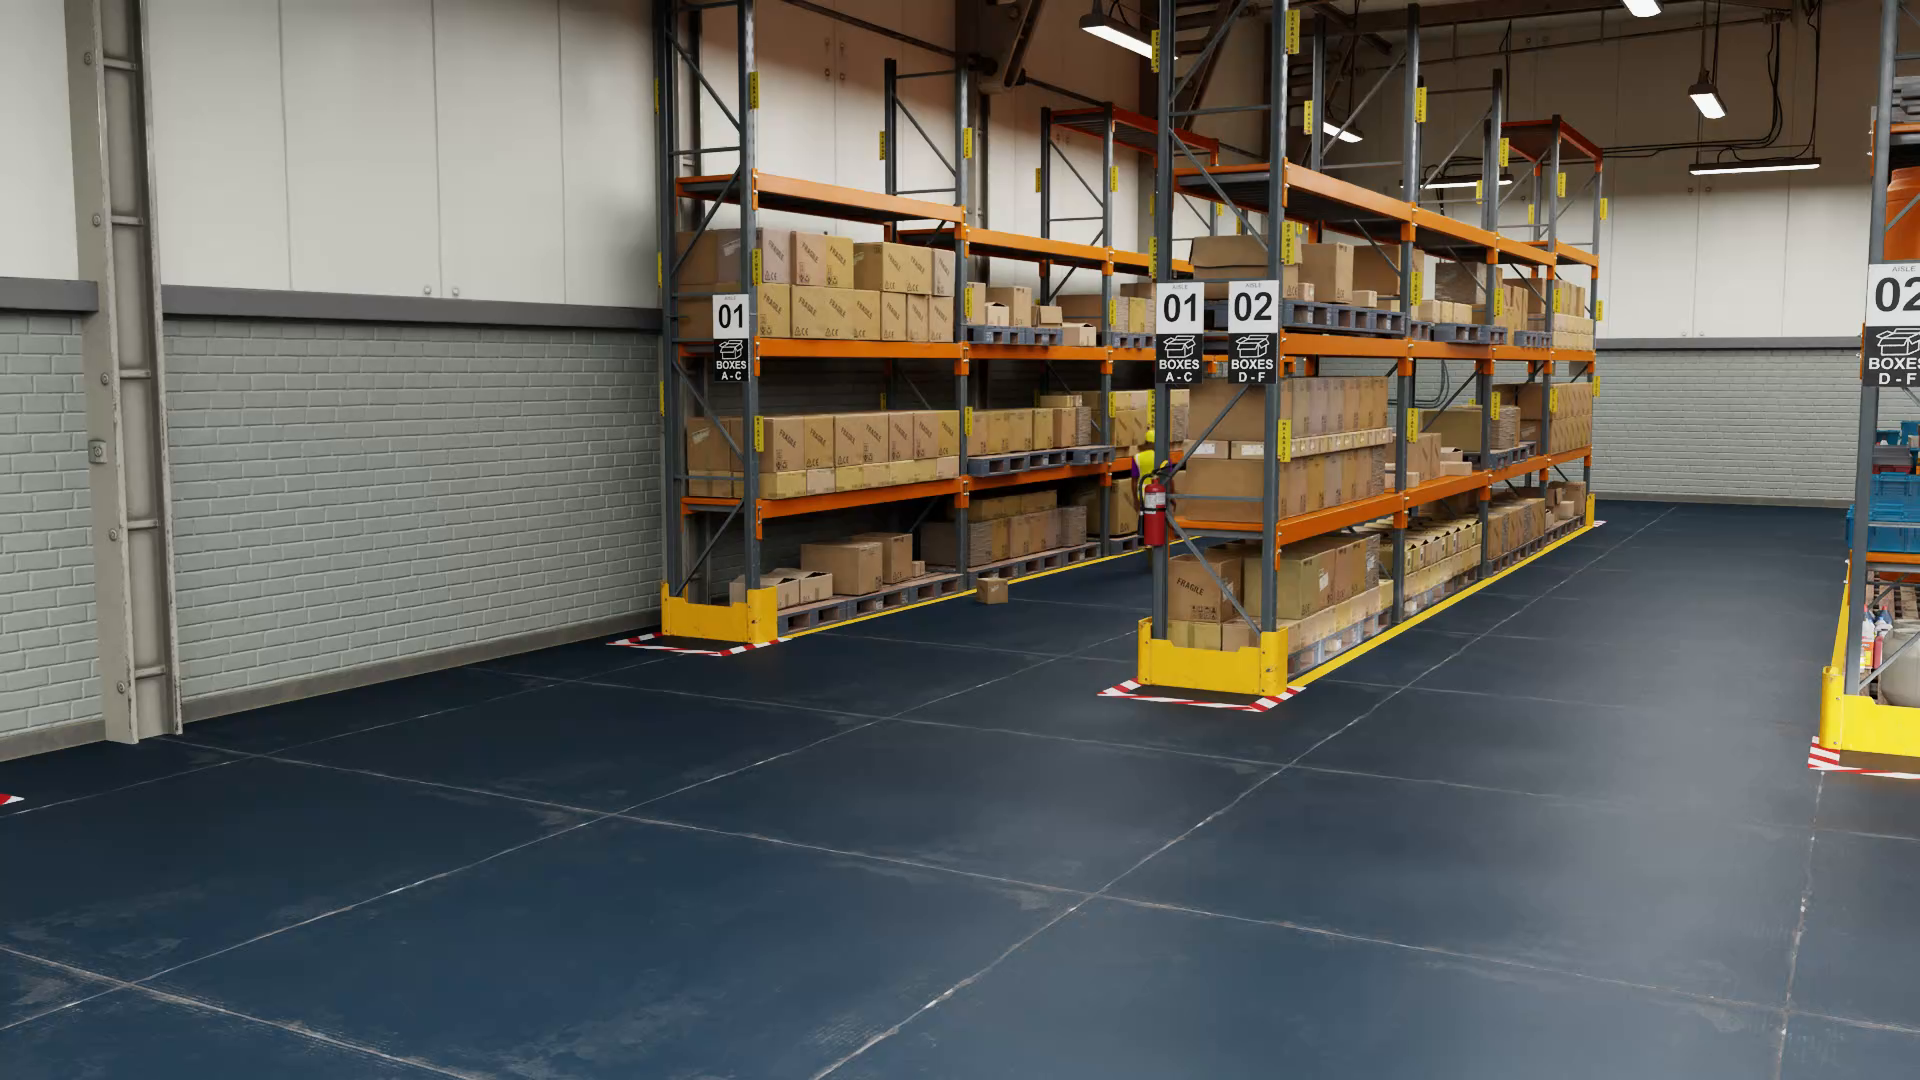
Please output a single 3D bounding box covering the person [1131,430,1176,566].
[{"bbox_3d":[2.455,-0.531,21.039,0.566,1.754,0.706,4,7,32],"label":"person"}]
